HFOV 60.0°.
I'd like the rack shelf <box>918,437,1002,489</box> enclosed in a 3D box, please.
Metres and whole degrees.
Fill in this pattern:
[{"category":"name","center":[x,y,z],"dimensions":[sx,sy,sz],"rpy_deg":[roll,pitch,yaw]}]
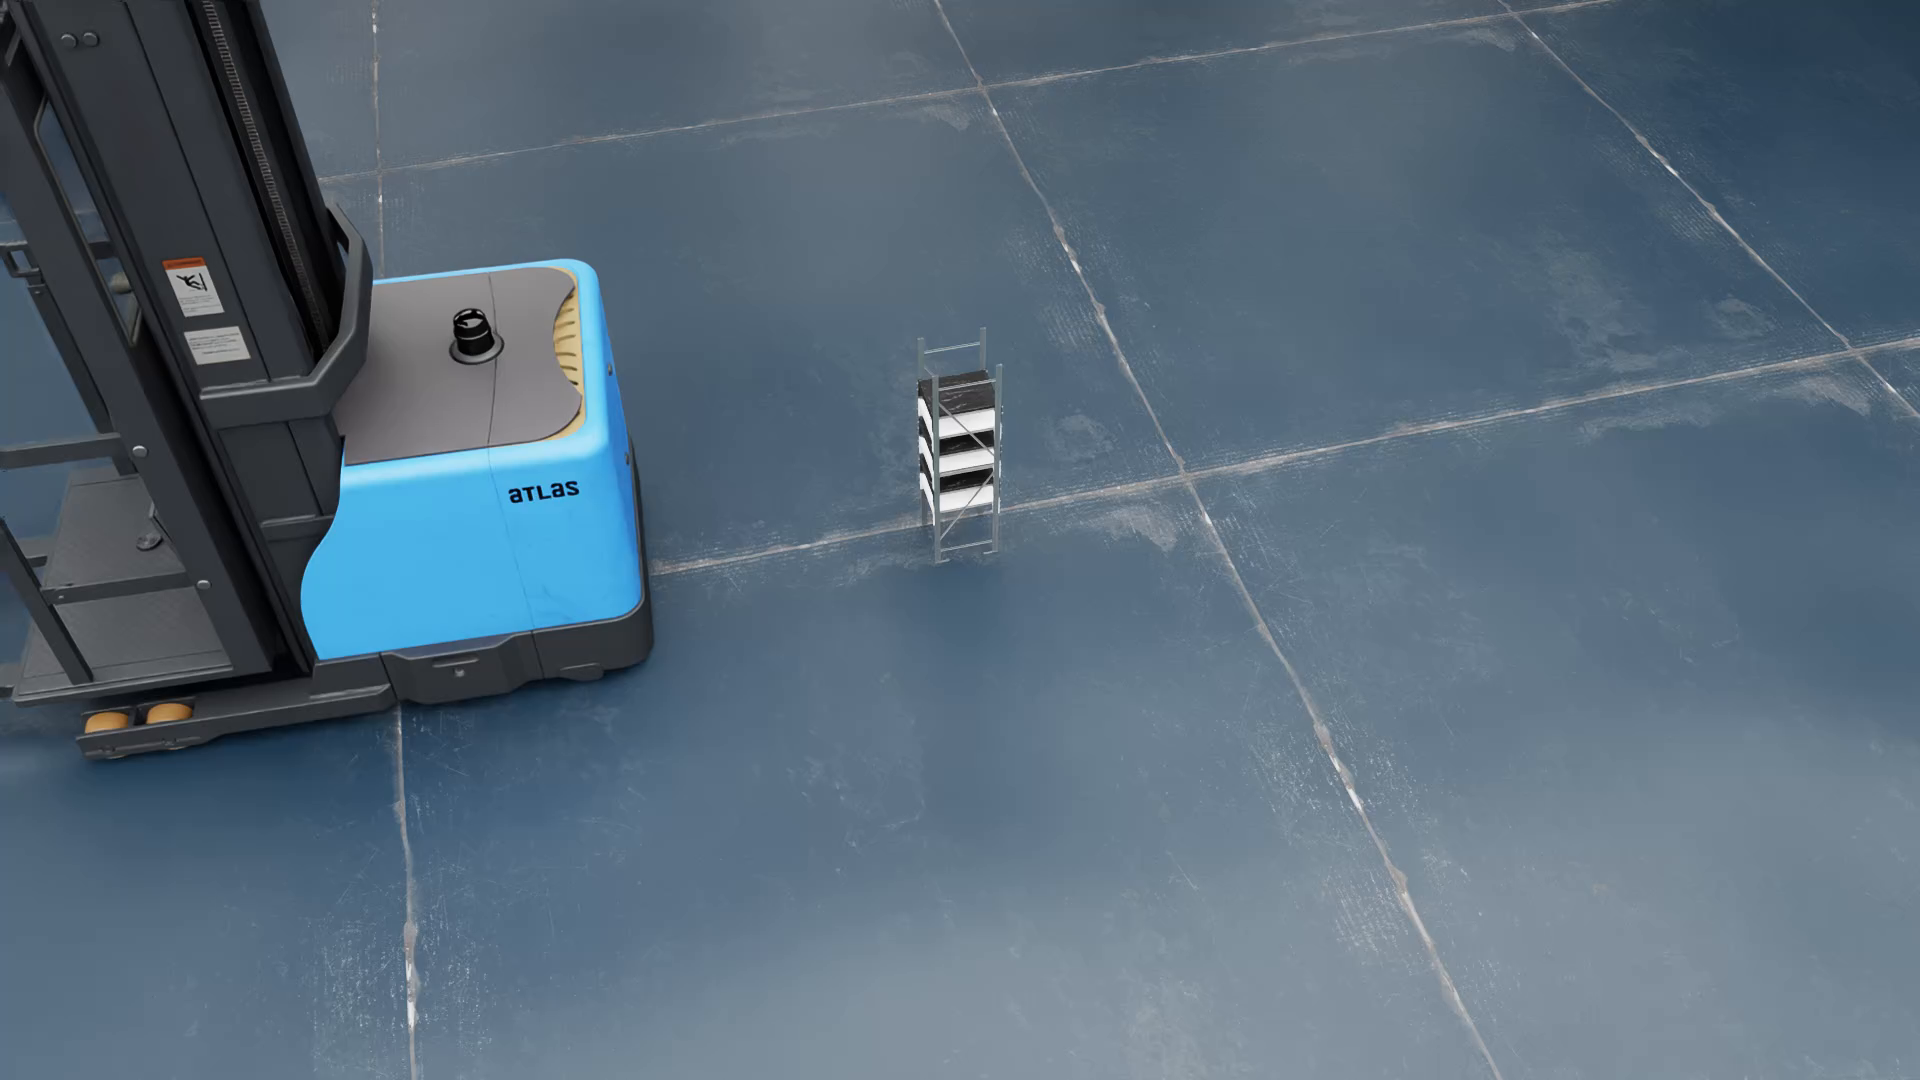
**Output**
[{"category":"rack shelf","center":[-0.002,-0.297,5.958],"dimensions":[0.258,0.077,0.200],"rpy_deg":[-11,47,-10]}]

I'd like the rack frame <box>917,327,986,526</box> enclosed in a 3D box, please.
[{"category":"rack frame","center":[-0.028,-0.391,6.003],"dimensions":[0.240,0.900,0.006],"rpy_deg":[-11,47,-10]}]

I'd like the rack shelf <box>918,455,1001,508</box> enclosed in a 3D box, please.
[{"category":"rack shelf","center":[-0.002,-0.234,6.022],"dimensions":[0.258,0.077,0.200],"rpy_deg":[-11,47,-10]}]

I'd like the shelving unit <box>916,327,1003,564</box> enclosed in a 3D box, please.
[{"category":"shelving unit","center":[-0.002,-0.321,5.934],"dimensions":[0.258,0.900,0.210],"rpy_deg":[-11,47,-10]}]

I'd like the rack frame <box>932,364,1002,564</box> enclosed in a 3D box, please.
[{"category":"rack frame","center":[0.024,-0.250,5.865],"dimensions":[0.240,0.900,0.006],"rpy_deg":[-11,47,-10]}]

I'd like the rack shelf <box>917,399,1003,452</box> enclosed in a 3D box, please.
[{"category":"rack shelf","center":[-0.002,-0.423,5.829],"dimensions":[0.258,0.077,0.200],"rpy_deg":[-11,47,-10]}]

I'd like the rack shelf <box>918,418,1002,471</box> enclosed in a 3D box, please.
[{"category":"rack shelf","center":[-0.002,-0.360,5.894],"dimensions":[0.258,0.077,0.200],"rpy_deg":[-11,47,-10]}]

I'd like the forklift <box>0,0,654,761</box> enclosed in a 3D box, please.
[{"category":"forklift","center":[-2.636,-0.711,4.894],"dimensions":[3.031,2.935,1.130],"rpy_deg":[-8,46,-8]}]

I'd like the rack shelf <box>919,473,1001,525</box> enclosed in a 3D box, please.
[{"category":"rack shelf","center":[-0.002,-0.171,6.086],"dimensions":[0.258,0.077,0.200],"rpy_deg":[-11,47,-10]}]

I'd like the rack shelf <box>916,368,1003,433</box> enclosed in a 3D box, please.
[{"category":"rack shelf","center":[-0.002,-0.486,5.765],"dimensions":[0.258,0.077,0.200],"rpy_deg":[-11,47,-10]}]
